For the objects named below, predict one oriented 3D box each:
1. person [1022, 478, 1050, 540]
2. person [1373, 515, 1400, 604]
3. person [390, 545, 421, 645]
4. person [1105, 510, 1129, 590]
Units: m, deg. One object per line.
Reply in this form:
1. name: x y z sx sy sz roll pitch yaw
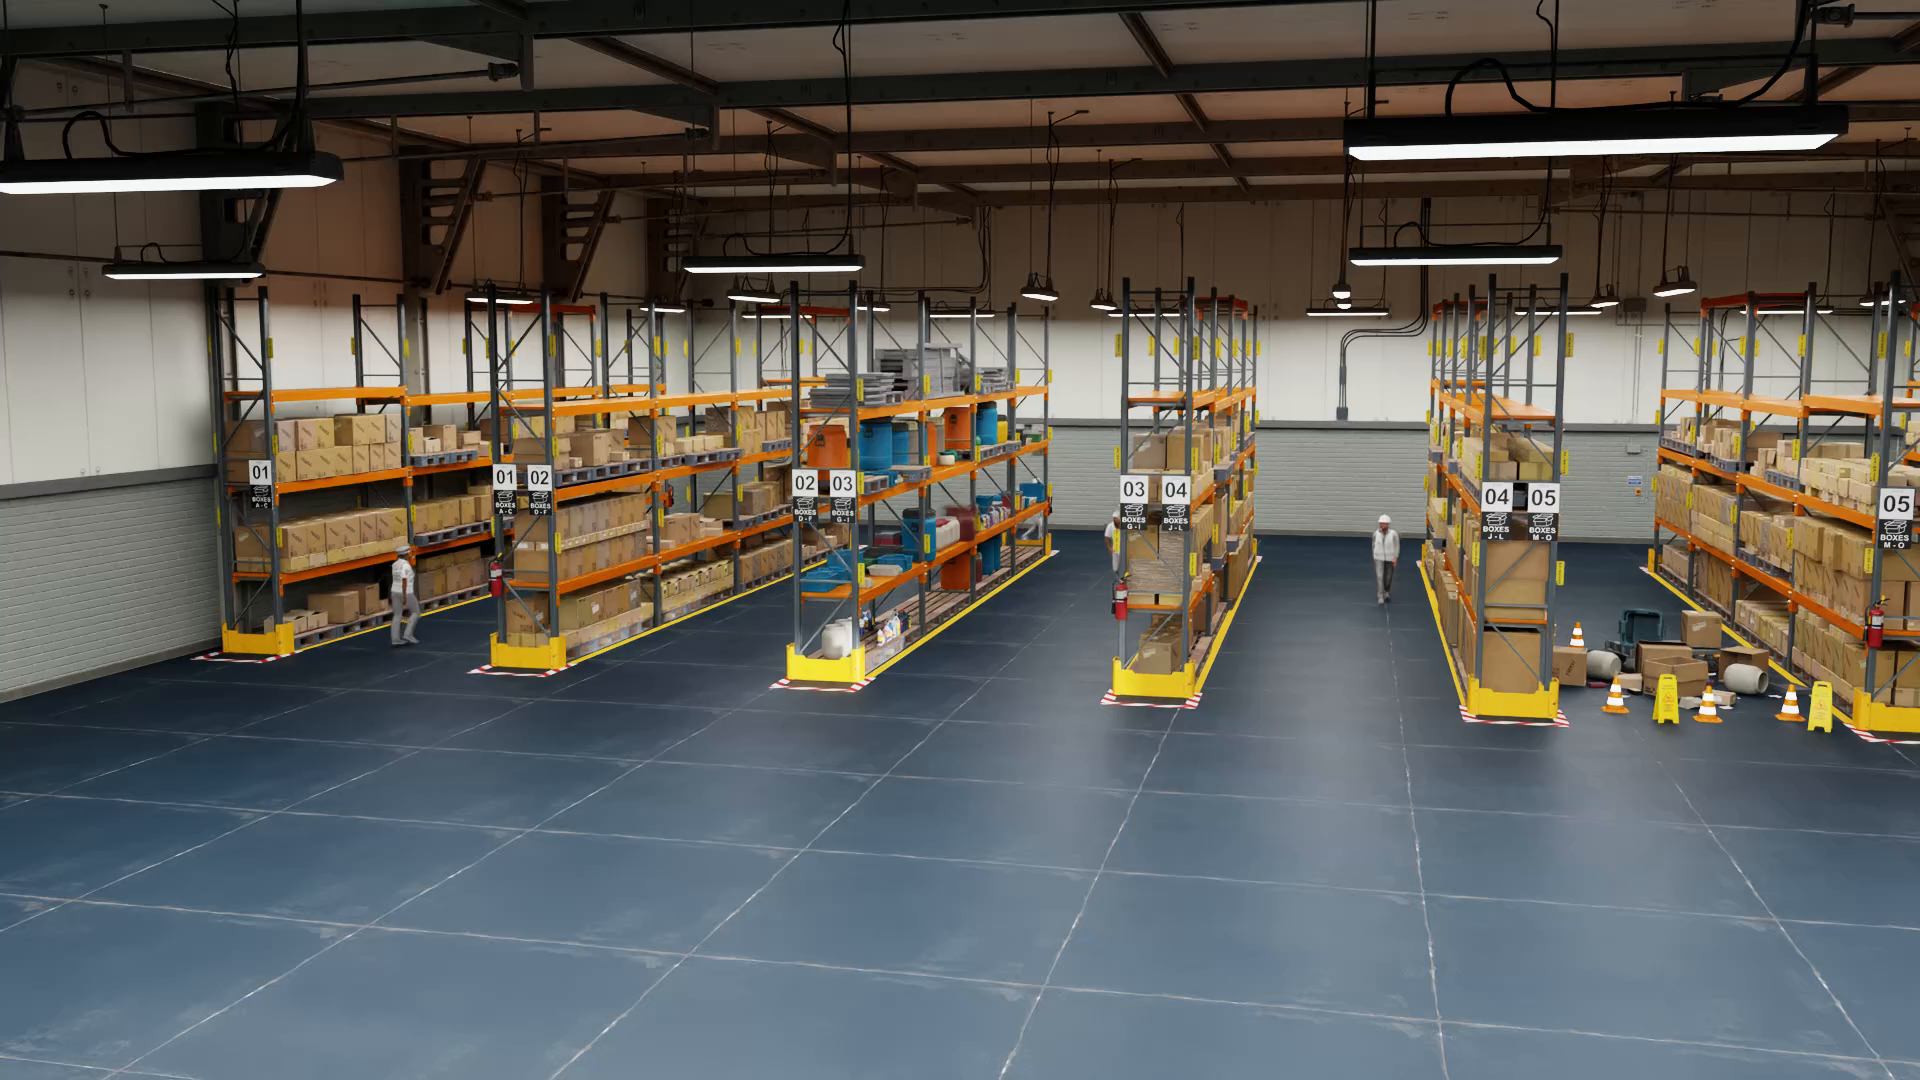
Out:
1. person: 1.952 -0.709 42.130 0.992 1.755 0.521 5 8 38
2. person: 8.413 0.367 32.830 0.520 1.720 1.068 1 7 11
3. person: -9.458 0.941 28.180 0.477 1.678 0.515 3 7 25
4. person: 3.261 0.210 33.440 0.717 1.655 0.718 3 7 22
